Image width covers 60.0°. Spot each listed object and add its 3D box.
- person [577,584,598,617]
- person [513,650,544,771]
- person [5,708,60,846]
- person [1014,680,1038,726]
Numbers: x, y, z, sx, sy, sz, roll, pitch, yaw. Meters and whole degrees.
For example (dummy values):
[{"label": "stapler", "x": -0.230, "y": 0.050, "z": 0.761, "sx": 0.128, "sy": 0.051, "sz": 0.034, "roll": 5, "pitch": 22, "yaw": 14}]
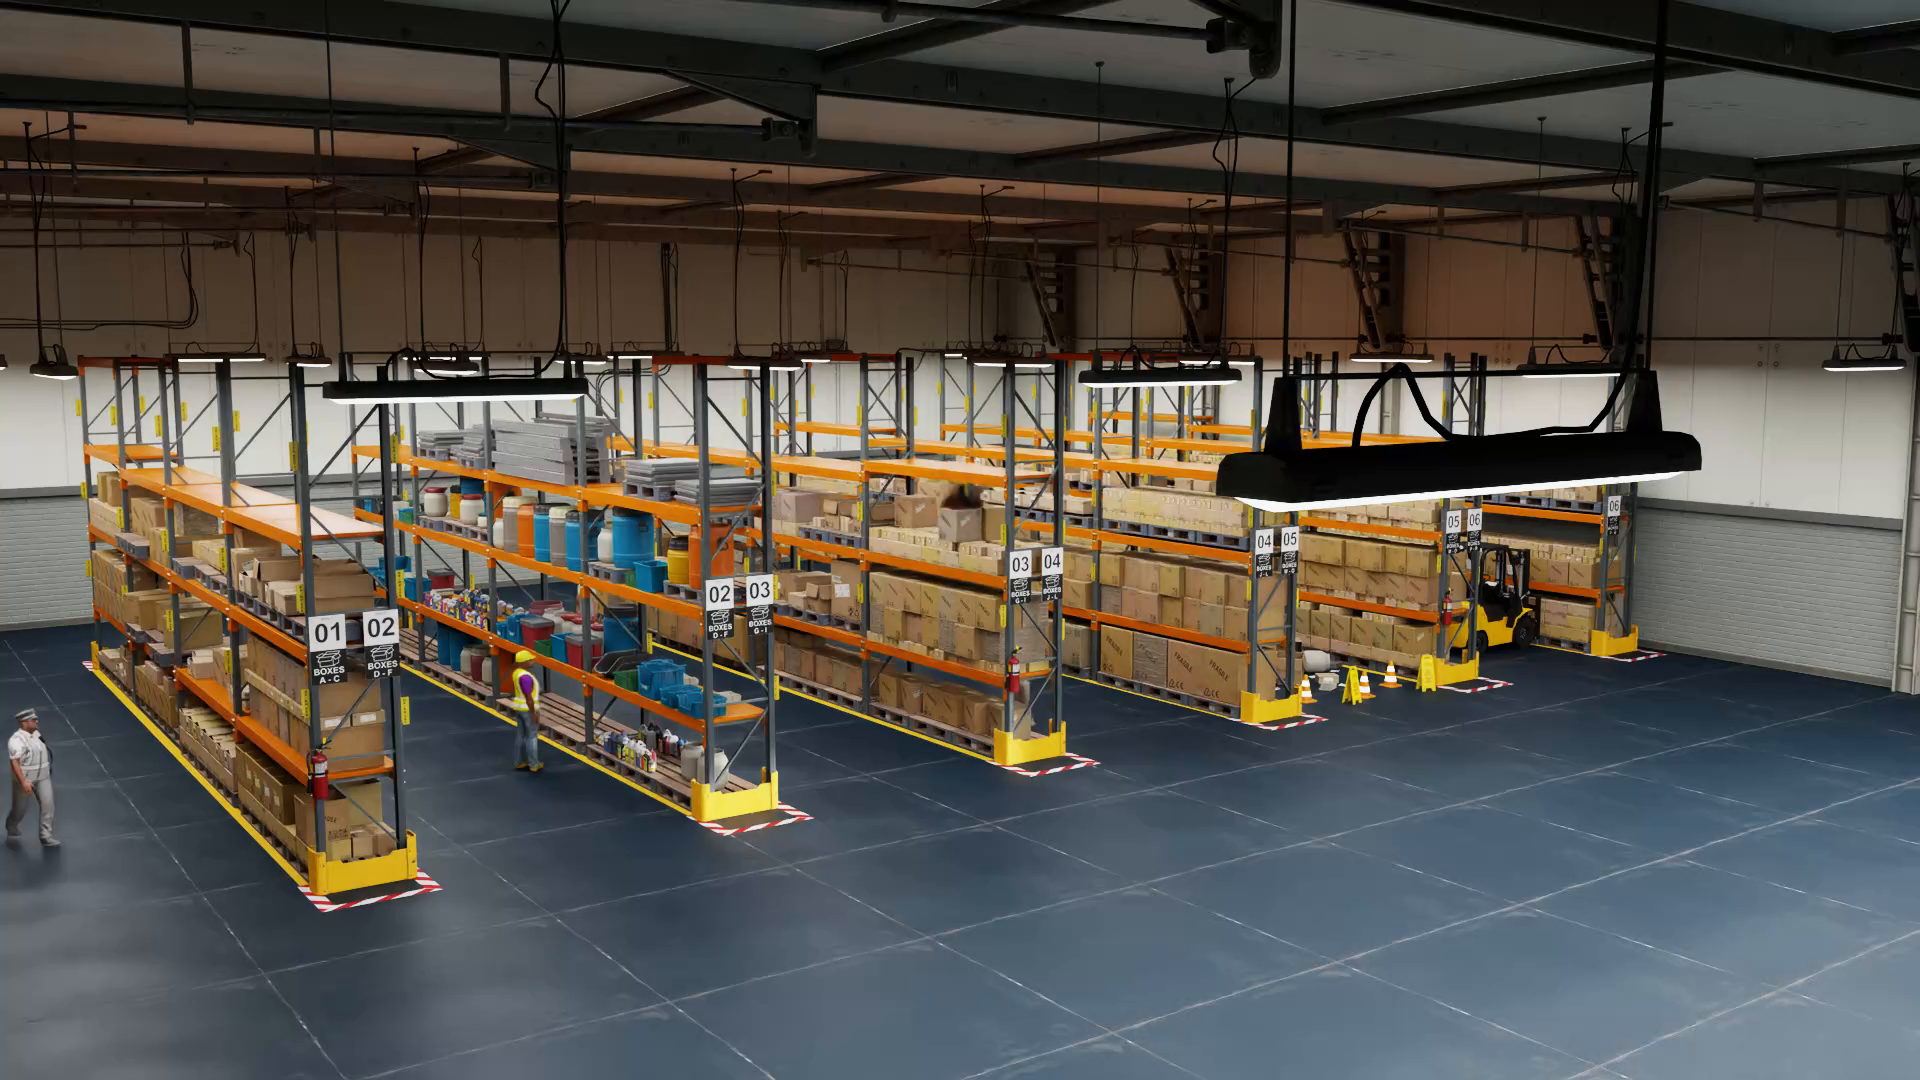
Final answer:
[{"label": "person", "x": -7.522, "y": 1.438, "z": 33.492, "sx": 0.514, "sy": 1.678, "sz": 0.370, "roll": 4, "pitch": 8, "yaw": 27}, {"label": "person", "x": -6.325, "y": 2.491, "z": 24.379, "sx": 0.410, "sy": 1.769, "sz": 0.632, "roll": -6, "pitch": 9, "yaw": -40}, {"label": "person", "x": -11.664, "y": 2.952, "z": 20.820, "sx": 0.973, "sy": 1.725, "sz": 0.523, "roll": 6, "pitch": 9, "yaw": 40}, {"label": "person", "x": 1.107, "y": 2.184, "z": 27.638, "sx": 0.578, "sy": 1.712, "sz": 0.931, "roll": -5, "pitch": 9, "yaw": -35}]
